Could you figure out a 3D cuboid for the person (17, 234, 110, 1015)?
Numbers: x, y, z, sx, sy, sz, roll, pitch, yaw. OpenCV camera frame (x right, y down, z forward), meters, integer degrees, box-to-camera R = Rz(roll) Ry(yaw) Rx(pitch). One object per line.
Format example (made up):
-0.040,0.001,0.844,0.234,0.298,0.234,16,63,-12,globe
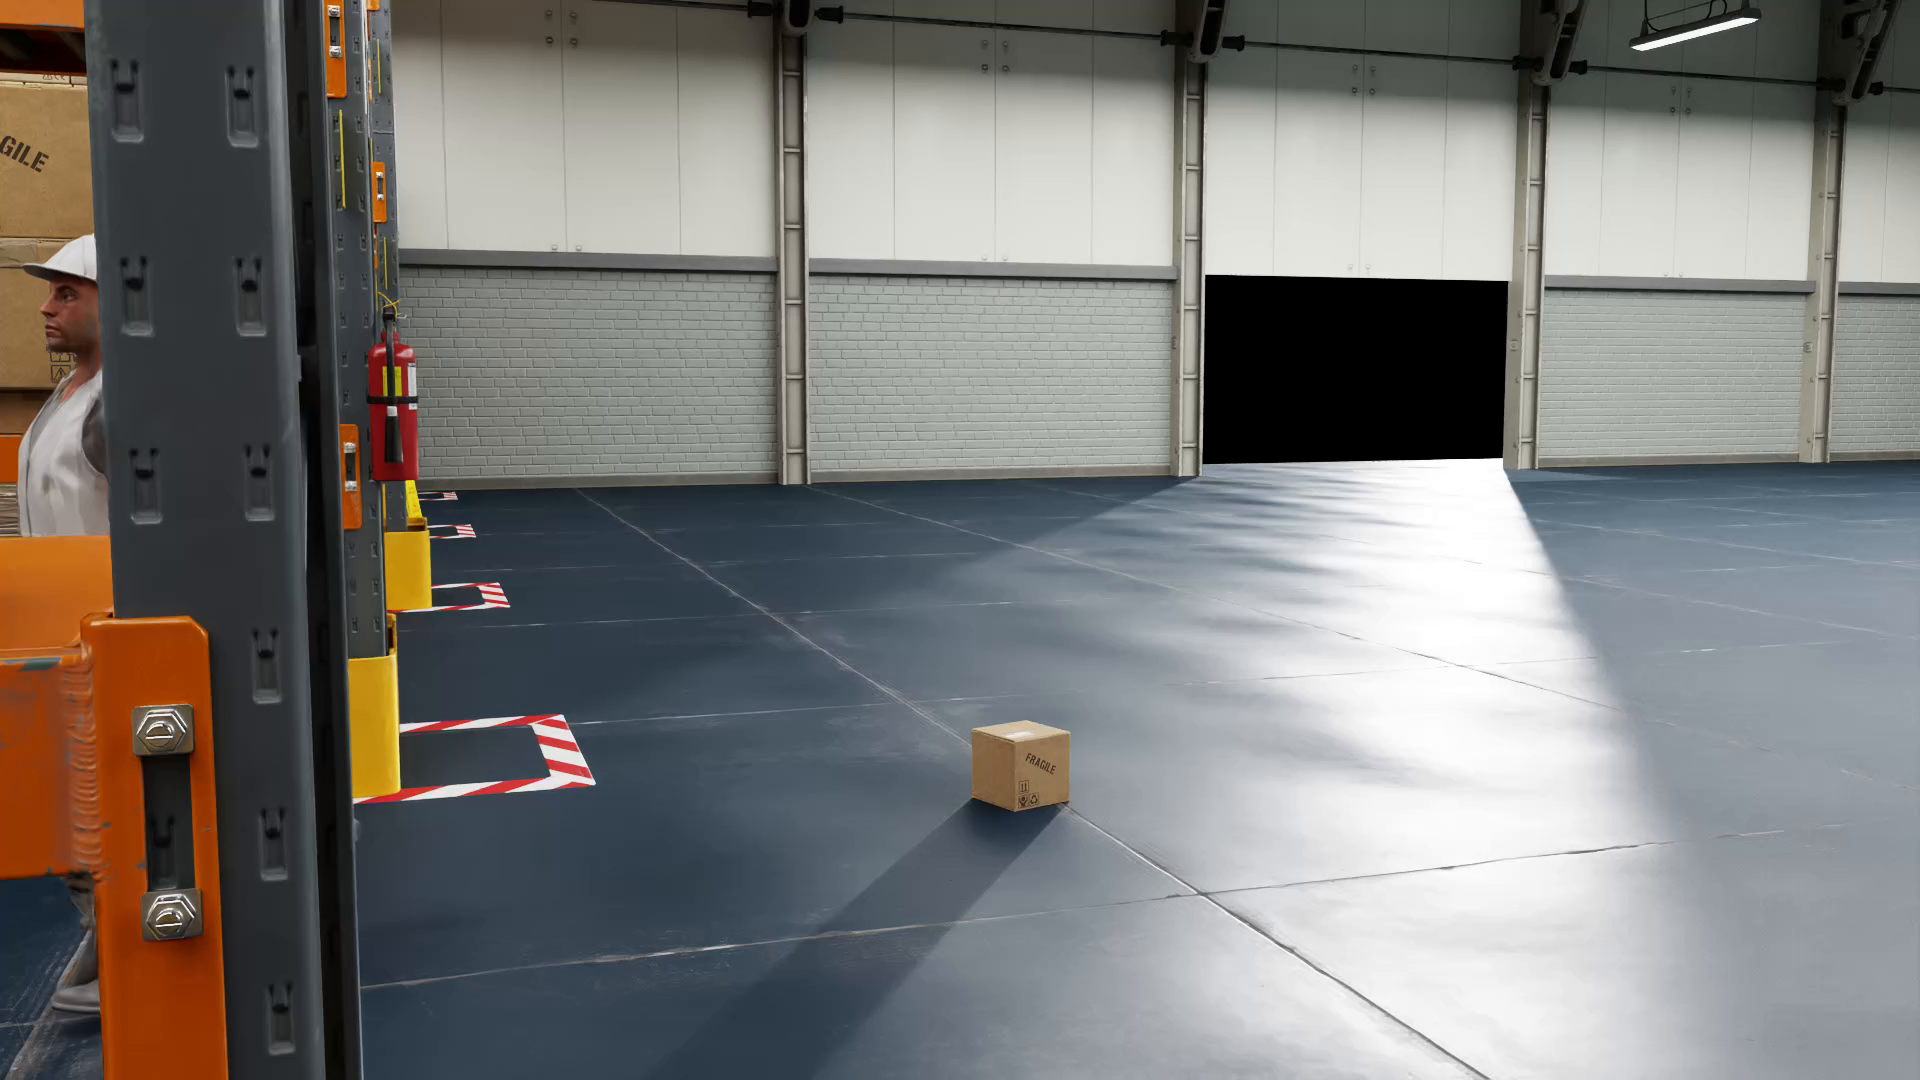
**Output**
-2.020,0.209,3.802,0.581,1.801,0.447,6,8,44,person
